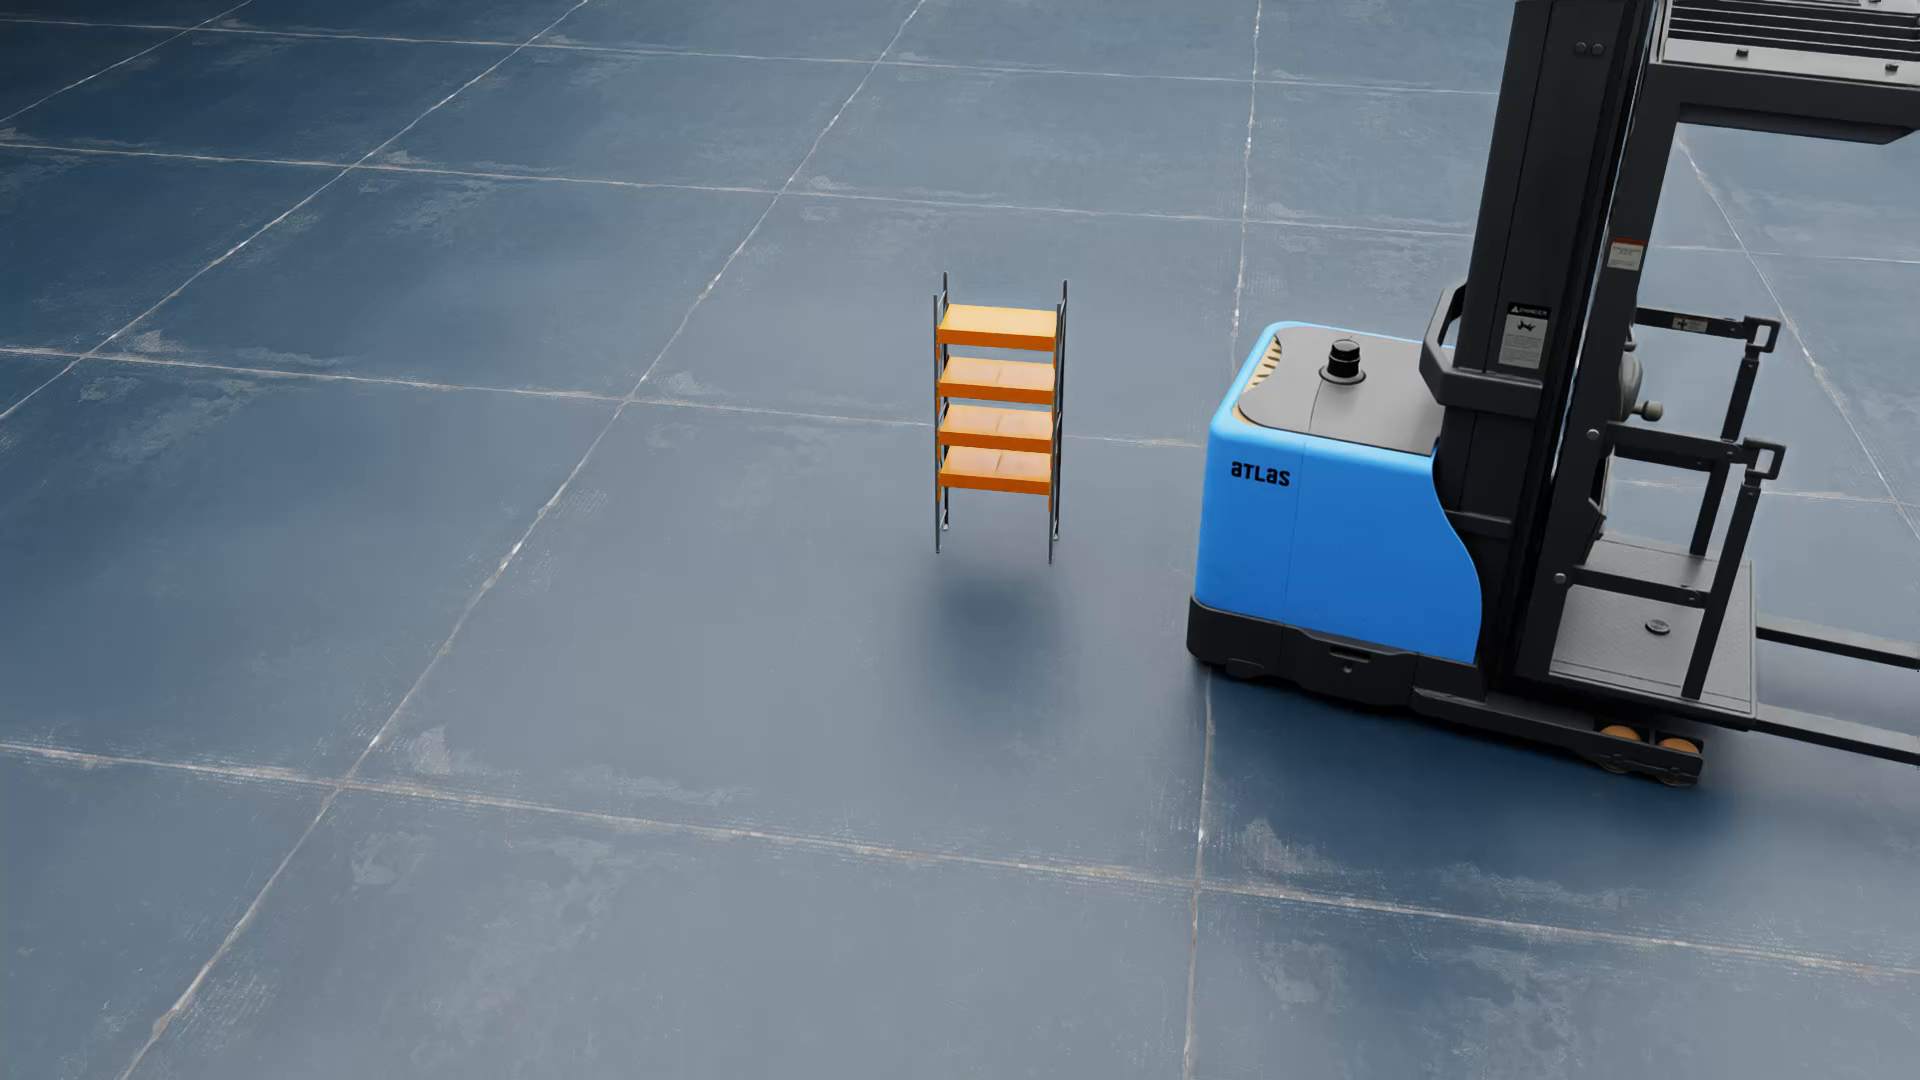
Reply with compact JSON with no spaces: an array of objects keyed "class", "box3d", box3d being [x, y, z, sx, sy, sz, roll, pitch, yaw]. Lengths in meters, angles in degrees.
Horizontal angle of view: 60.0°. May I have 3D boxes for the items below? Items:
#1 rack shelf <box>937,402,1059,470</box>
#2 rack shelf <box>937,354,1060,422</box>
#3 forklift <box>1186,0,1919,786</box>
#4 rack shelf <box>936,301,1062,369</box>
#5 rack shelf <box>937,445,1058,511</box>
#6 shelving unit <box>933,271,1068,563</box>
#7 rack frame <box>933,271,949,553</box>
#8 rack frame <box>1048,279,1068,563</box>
[{"class":"rack shelf","box3d":[0.163,-0.437,6.944,0.480,0.148,0.258,5,32,8]},{"class":"rack shelf","box3d":[0.163,-0.626,6.825,0.480,0.148,0.258,5,32,8]},{"class":"forklift","box3d":[2.447,-0.696,5.599,3.031,2.935,1.130,12,34,18]},{"class":"rack shelf","box3d":[0.163,-0.827,6.700,0.480,0.148,0.258,5,32,8]},{"class":"rack shelf","box3d":[0.163,-0.268,7.049,0.480,0.148,0.258,5,32,8]},{"class":"shelving unit","box3d":[0.163,-0.494,6.908,0.503,1.200,0.258,5,32,8]},{"class":"rack frame","box3d":[-0.077,-0.516,6.943,0.015,1.200,0.240,5,32,8]},{"class":"rack frame","box3d":[0.404,-0.472,6.873,0.015,1.200,0.240,5,32,8]}]
